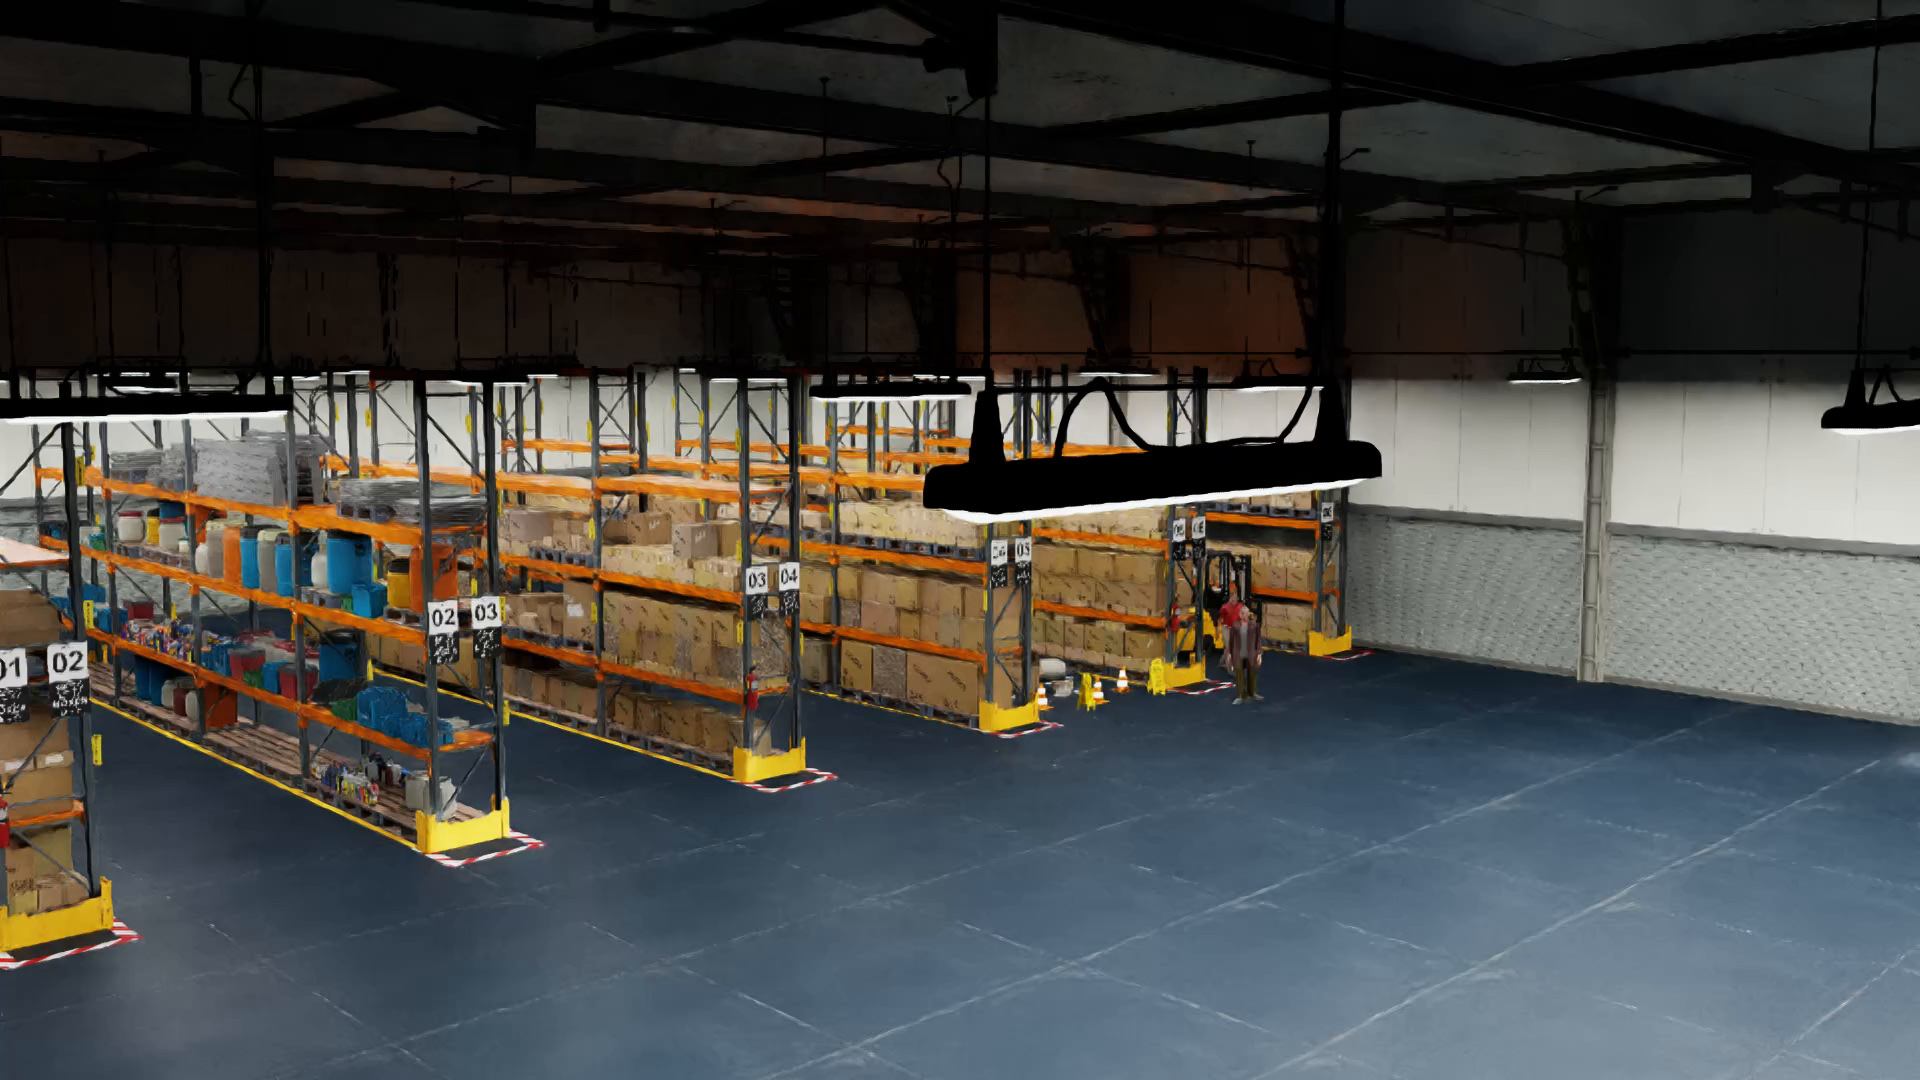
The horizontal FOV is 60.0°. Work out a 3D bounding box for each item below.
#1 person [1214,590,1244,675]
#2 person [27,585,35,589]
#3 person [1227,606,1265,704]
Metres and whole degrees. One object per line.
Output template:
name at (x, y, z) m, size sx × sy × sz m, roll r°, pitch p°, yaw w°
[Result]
person at (5.347, 1.797, 32.853) m, size 0.584 × 1.663 × 0.973 m, roll -3°, pitch 7°, yaw -25°
person at (-18.662, 1.715, 33.746) m, size 0.552 × 1.647 × 0.595 m, roll -1°, pitch 6°, yaw -7°
person at (5.174, 2.066, 30.086) m, size 0.689 × 1.769 × 0.587 m, roll 2°, pitch 7°, yaw 17°
